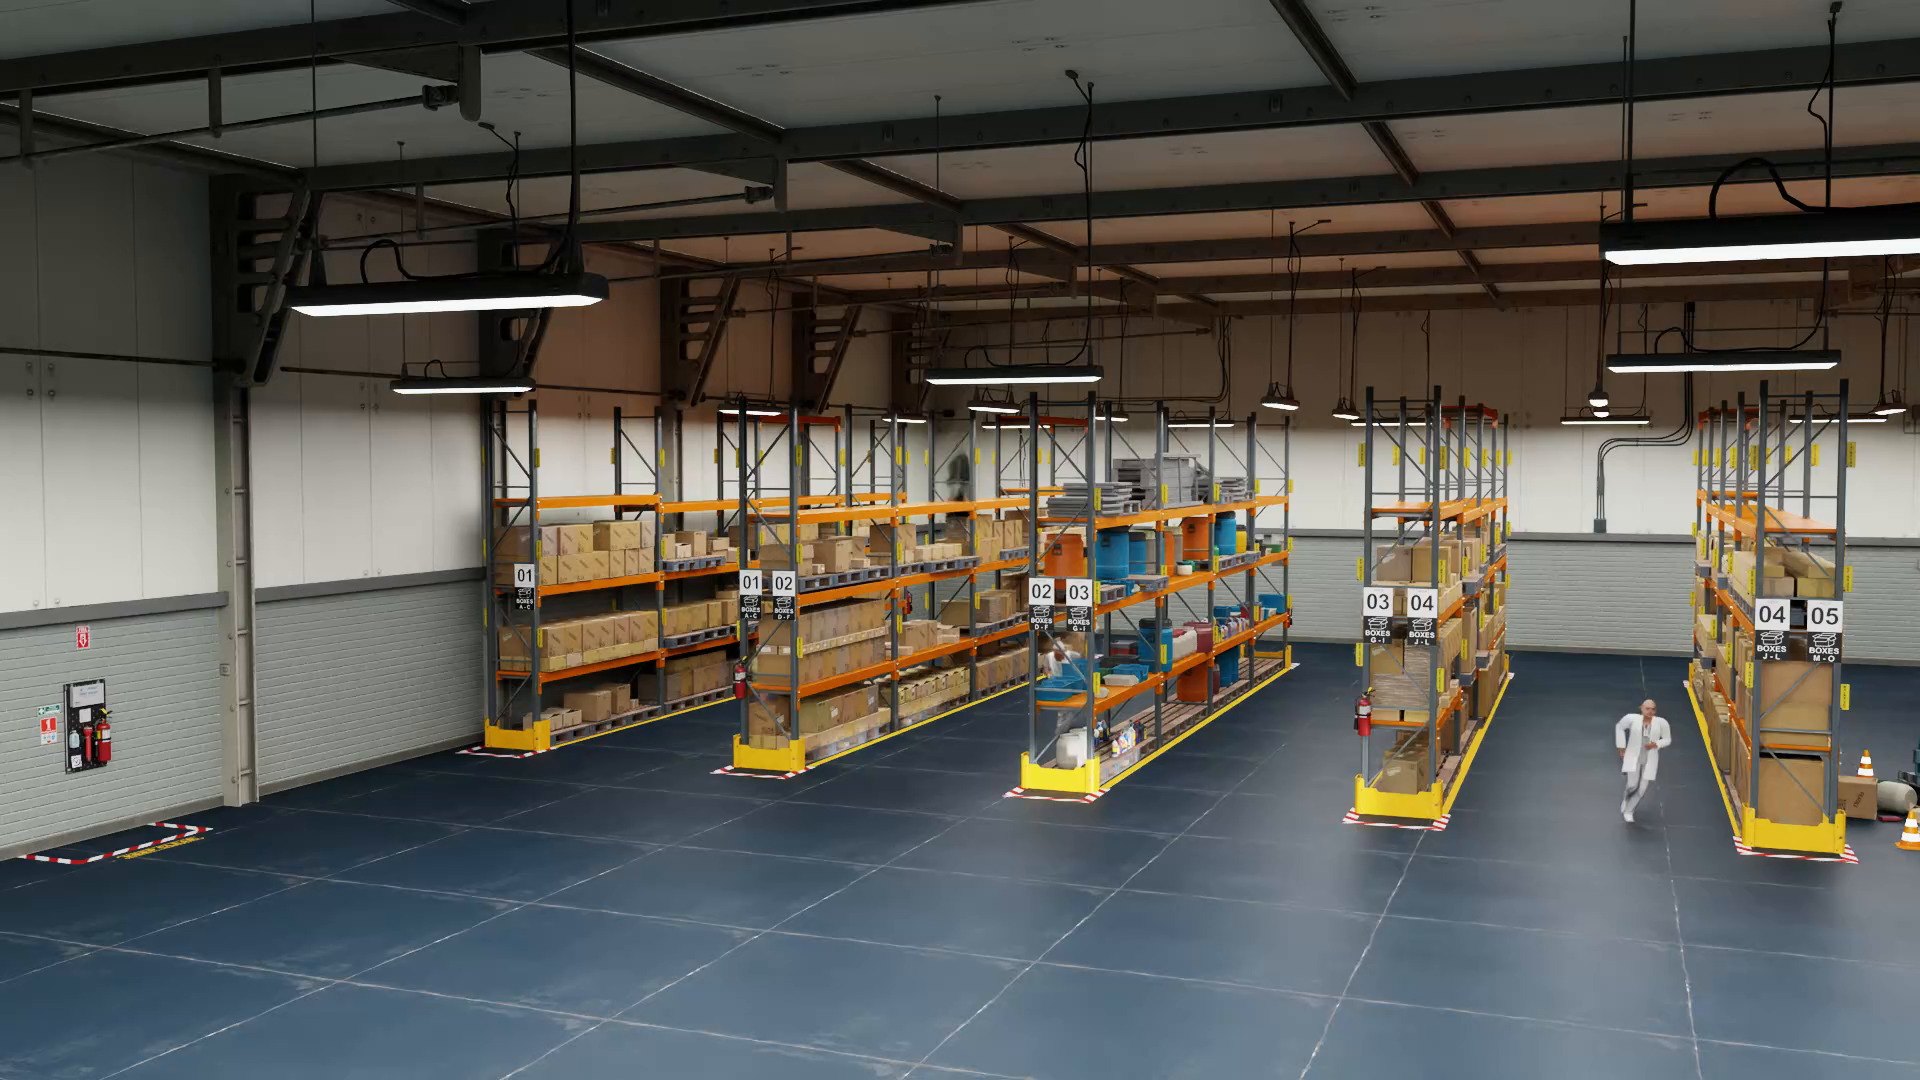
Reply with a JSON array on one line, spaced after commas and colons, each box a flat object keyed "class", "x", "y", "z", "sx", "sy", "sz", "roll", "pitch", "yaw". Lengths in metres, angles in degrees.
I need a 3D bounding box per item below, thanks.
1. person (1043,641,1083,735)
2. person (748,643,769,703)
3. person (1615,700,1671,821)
[{"class": "person", "x": 1.907, "y": 2.672, "z": 30.501, "sx": 0.728, "sy": 1.730, "sz": 1.053, "roll": 1, "pitch": 3, "yaw": 16}, {"class": "person", "x": -3.574, "y": 2.672, "z": 29.761, "sx": 0.562, "sy": 1.675, "sz": 0.948, "roll": 0, "pitch": 3, "yaw": 9}, {"class": "person", "x": 9.376, "y": 3.024, "z": 22.816, "sx": 0.673, "sy": 1.708, "sz": 0.672, "roll": 1, "pitch": 3, "yaw": 11}]
